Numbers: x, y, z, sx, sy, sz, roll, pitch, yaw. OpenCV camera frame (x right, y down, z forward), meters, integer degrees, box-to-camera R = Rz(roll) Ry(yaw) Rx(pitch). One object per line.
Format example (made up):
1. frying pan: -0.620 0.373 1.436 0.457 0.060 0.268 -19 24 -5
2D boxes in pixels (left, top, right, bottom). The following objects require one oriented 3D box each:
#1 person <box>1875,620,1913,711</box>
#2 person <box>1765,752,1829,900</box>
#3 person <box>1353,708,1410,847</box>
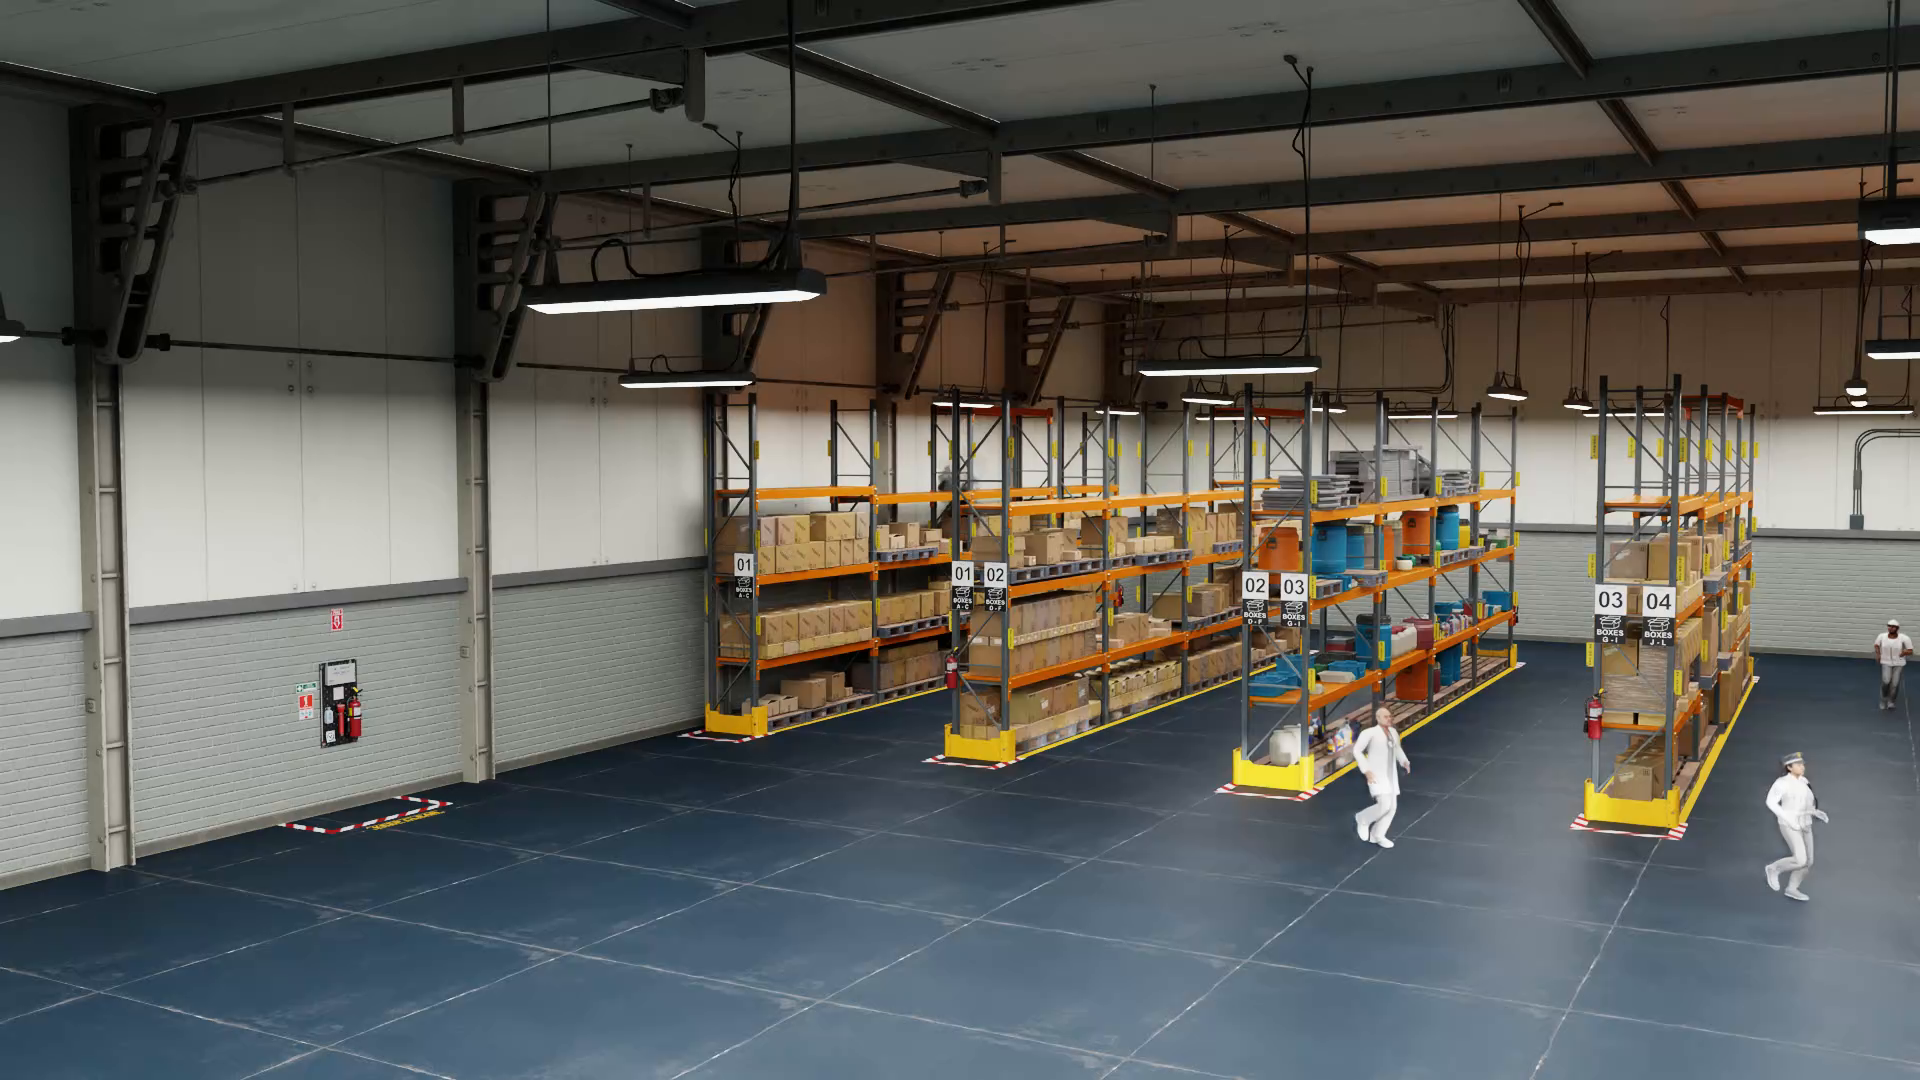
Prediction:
1. person: 17.894 2.410 31.895 0.668 1.767 0.679 2 4 33
2. person: 9.313 3.173 18.509 0.614 1.648 0.548 -2 3 -26
3. person: 5.346 2.995 21.059 0.727 1.747 0.633 -2 4 -32
